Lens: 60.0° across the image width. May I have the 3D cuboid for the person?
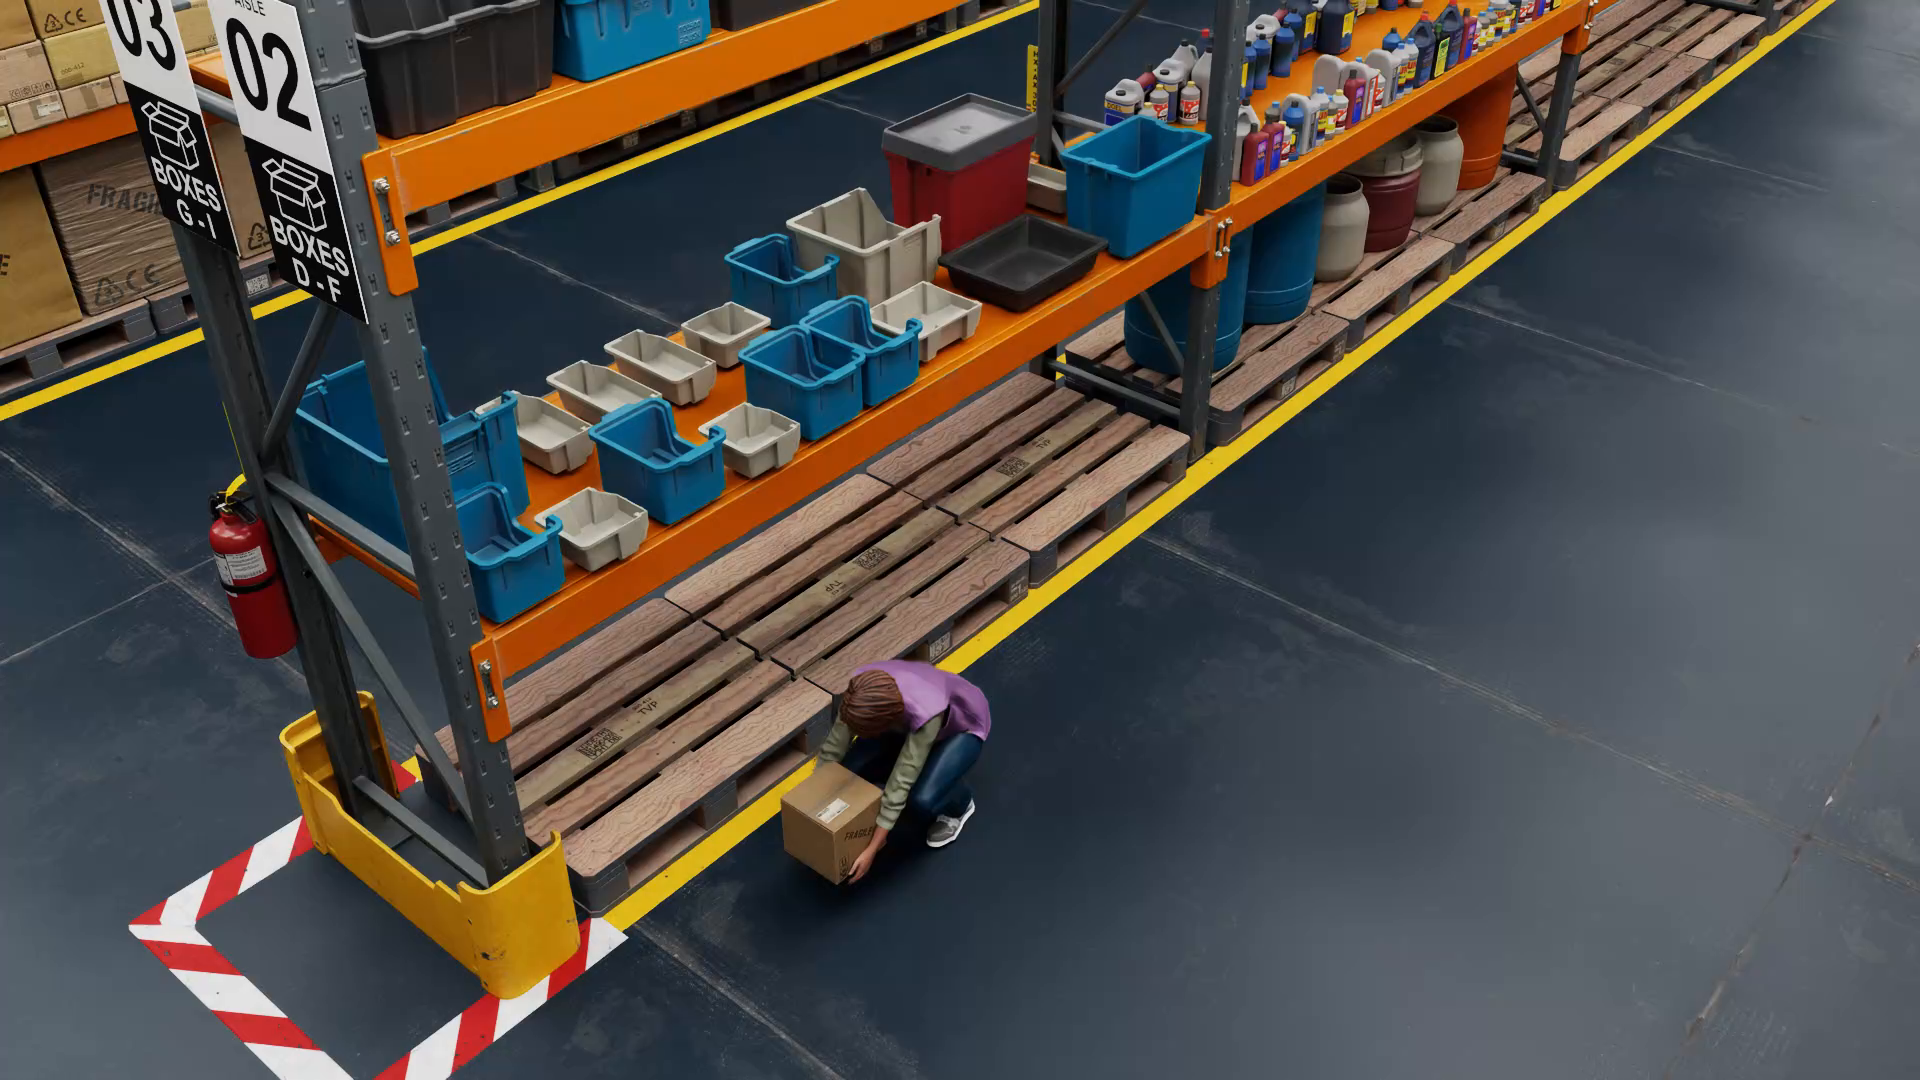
[{"bbox_3d":[-0.209,0.713,5.774,0.430,0.889,0.828,25,42,31],"label":"person"}]
